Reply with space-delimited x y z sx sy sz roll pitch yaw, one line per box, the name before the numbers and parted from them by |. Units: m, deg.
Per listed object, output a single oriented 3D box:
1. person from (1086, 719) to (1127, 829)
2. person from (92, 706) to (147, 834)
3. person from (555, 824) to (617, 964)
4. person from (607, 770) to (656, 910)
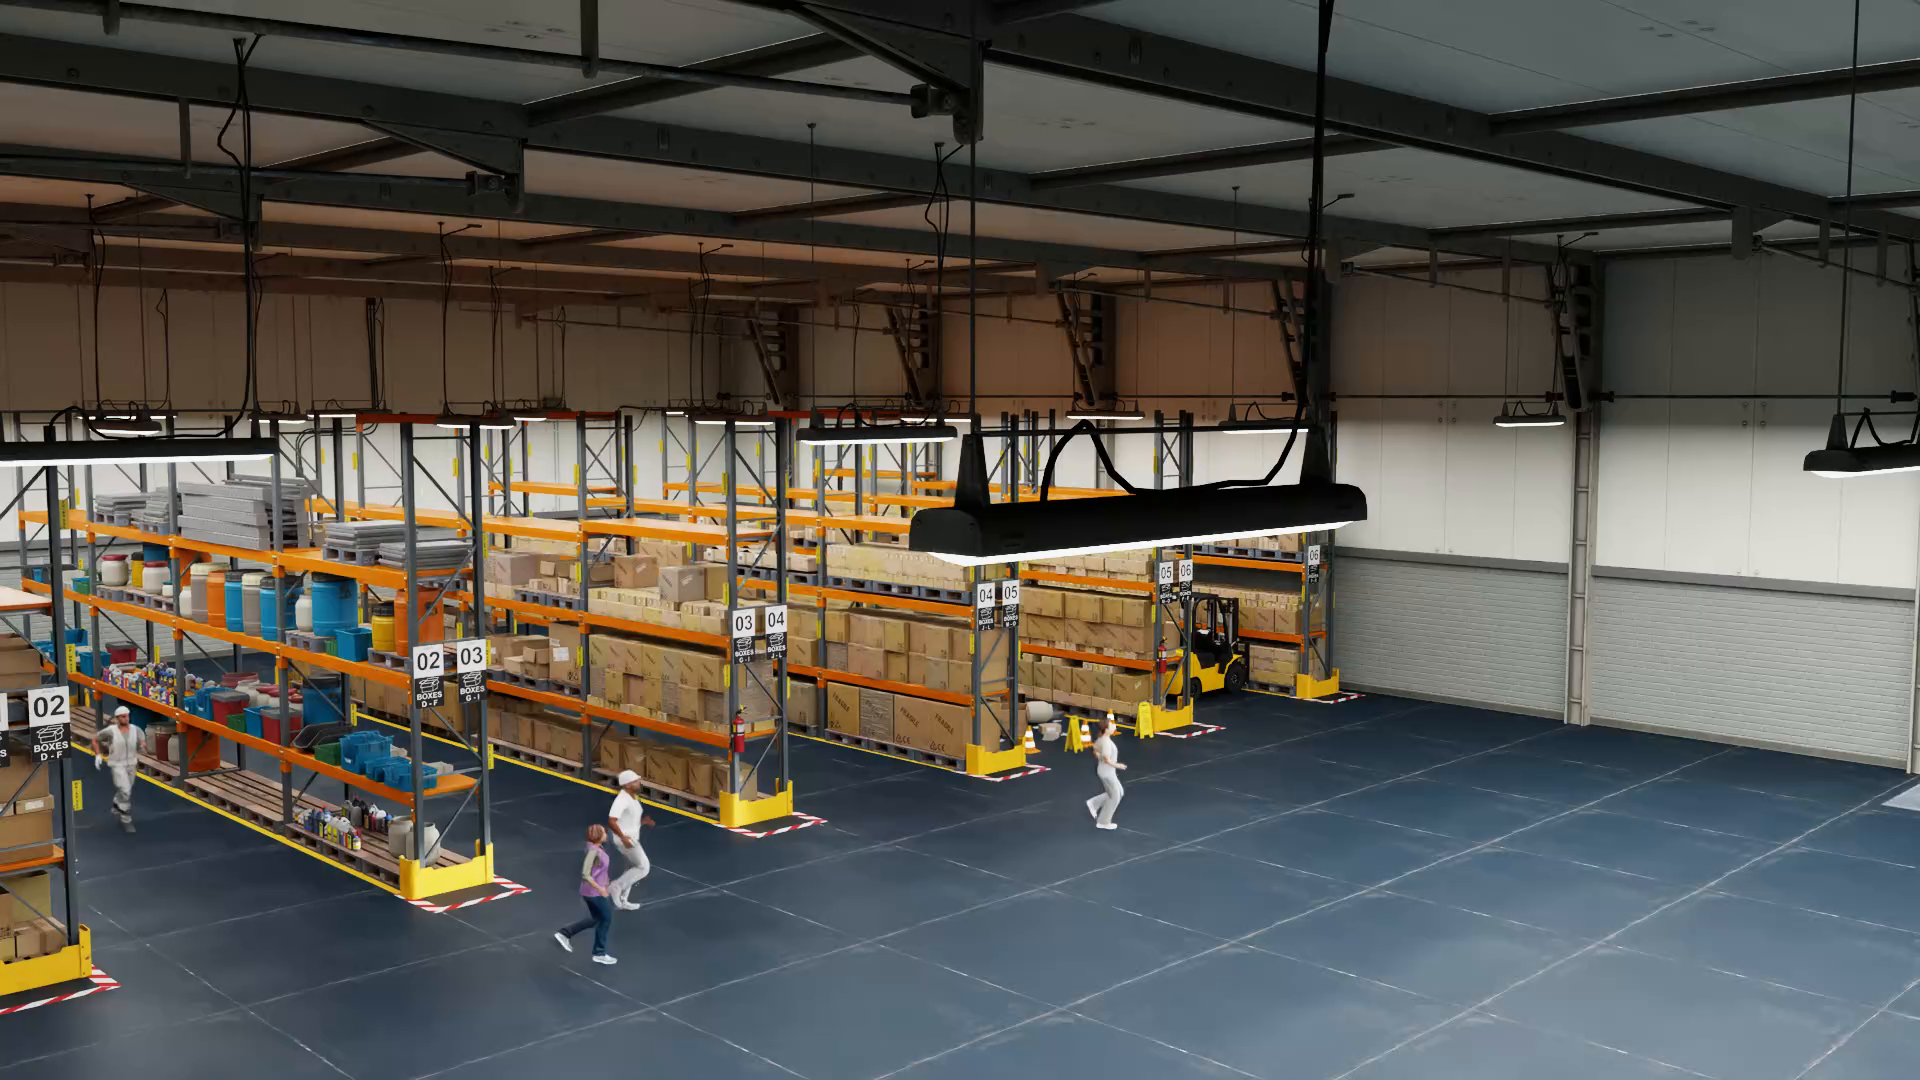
person | 2.142 3.416 24.306 0.566 1.629 0.564 0 5 -5
person | -12.199 3.330 24.227 0.876 1.844 0.643 3 6 33
person | -4.176 3.944 18.512 0.674 1.596 0.540 -1 5 -12
person | -4.051 3.689 20.494 0.599 1.729 0.682 -1 5 -9
